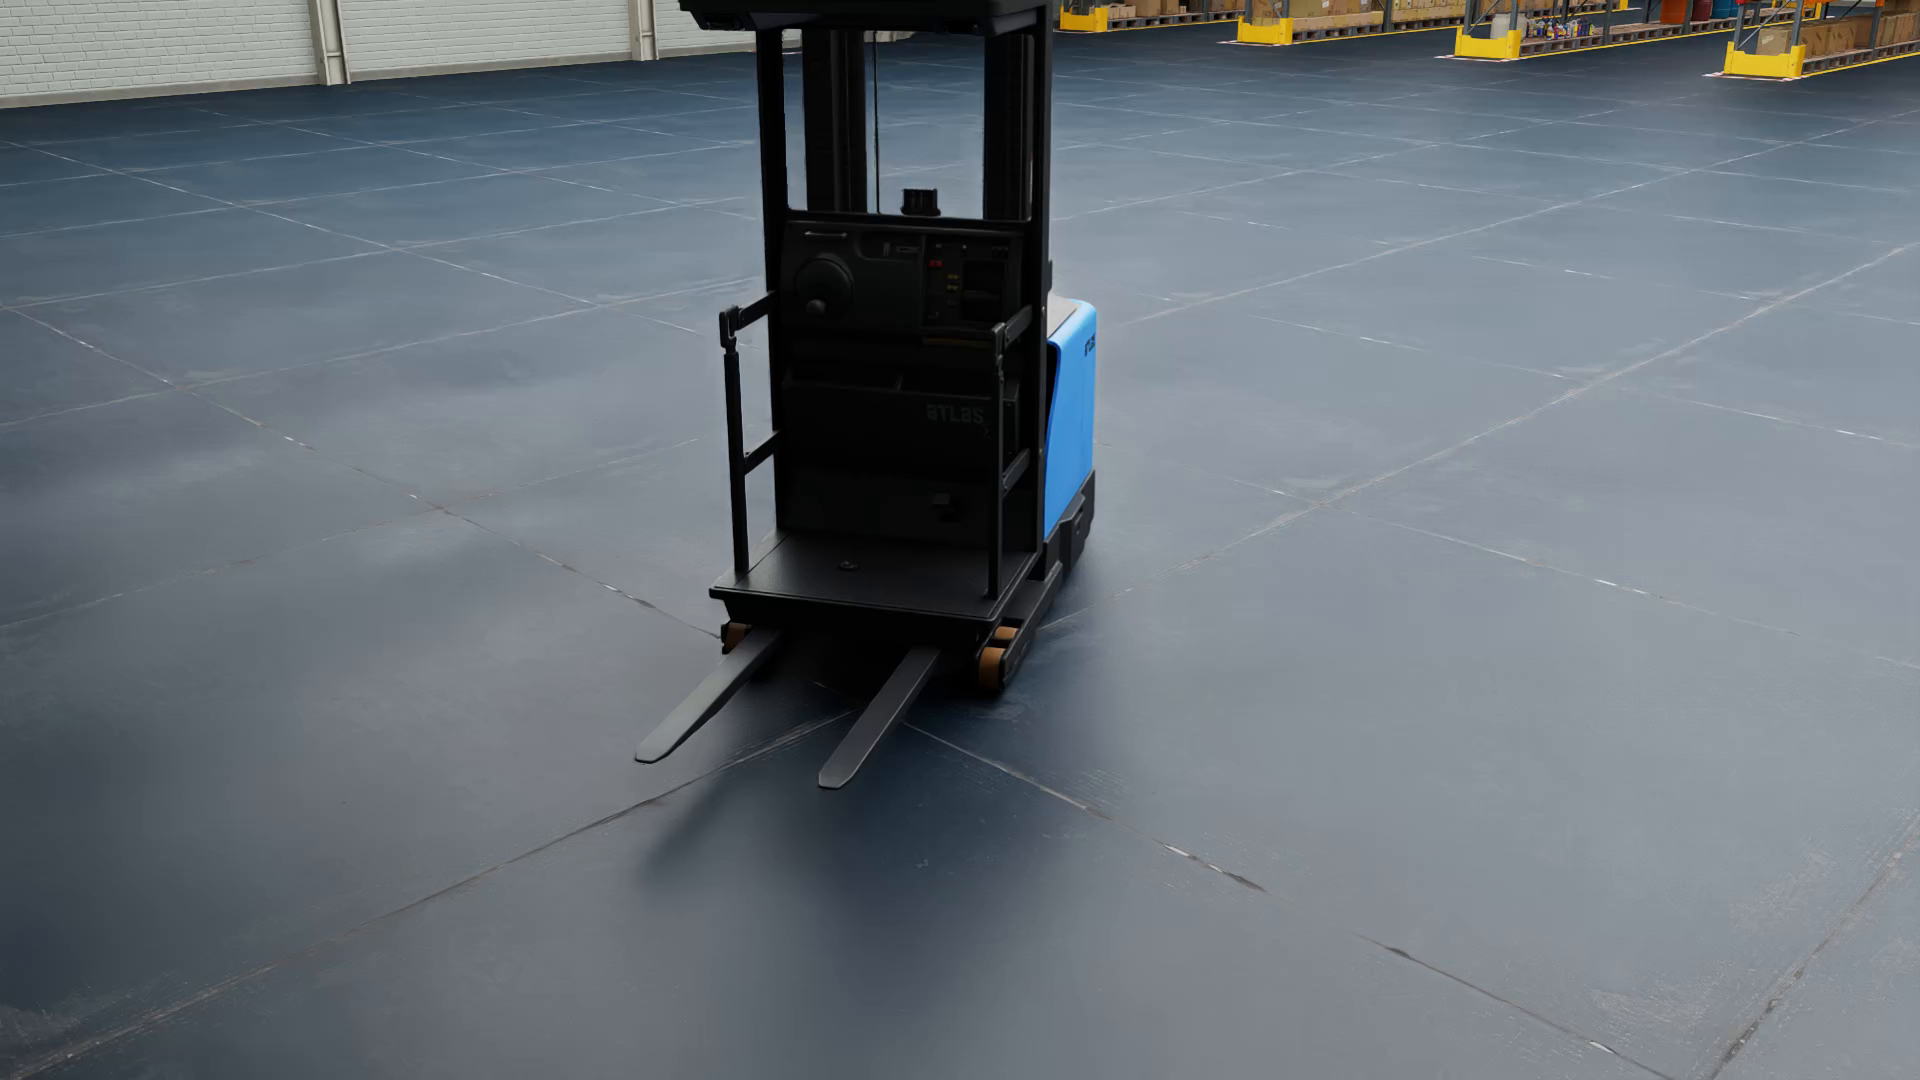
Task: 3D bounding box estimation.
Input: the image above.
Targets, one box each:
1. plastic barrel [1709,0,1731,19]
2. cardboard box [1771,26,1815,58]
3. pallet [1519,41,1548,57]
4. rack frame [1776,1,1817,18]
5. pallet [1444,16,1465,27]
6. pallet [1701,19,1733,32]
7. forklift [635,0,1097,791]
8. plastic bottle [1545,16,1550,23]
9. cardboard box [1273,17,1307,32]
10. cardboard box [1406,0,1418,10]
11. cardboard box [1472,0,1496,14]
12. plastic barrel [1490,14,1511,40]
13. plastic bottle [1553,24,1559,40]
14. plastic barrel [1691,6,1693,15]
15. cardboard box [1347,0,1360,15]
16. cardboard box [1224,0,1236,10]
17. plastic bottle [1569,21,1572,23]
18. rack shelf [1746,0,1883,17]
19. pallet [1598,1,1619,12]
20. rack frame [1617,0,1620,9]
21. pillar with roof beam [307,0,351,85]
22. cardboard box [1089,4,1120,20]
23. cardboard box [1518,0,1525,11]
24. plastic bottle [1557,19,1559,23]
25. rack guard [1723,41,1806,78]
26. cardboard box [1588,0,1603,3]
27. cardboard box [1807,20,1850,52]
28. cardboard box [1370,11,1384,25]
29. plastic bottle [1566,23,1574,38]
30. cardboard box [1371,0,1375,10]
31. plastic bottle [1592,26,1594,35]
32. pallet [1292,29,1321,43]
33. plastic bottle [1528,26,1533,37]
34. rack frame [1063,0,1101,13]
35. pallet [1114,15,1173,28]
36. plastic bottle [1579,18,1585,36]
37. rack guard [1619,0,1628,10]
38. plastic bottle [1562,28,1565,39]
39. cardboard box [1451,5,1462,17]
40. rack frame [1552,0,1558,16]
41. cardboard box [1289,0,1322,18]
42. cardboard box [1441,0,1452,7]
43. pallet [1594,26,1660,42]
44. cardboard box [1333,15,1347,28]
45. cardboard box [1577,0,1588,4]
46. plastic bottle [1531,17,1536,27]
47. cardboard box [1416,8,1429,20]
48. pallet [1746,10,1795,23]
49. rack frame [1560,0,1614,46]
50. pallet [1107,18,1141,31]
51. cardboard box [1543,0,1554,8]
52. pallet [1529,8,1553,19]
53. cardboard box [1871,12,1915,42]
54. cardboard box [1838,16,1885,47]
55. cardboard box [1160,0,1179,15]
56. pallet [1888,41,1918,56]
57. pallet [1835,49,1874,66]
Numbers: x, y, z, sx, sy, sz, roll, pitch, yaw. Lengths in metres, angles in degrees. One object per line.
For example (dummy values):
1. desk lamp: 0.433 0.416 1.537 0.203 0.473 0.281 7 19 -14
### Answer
1. plastic barrel: 17.314 -12.402 37.998 0.600 0.901 0.708 19 28 41
2. cardboard box: 14.217 -8.526 28.475 0.500 0.500 0.500 -12 24 -28
3. pallet: 10.418 -9.355 31.620 1.003 0.211 1.213 19 28 41
4. rack frame: 20.990 -14.531 41.199 1.000 3.000 0.127 19 28 41
5. pallet: 11.261 -12.212 39.052 1.003 0.211 1.213 19 28 41
6. pallet: 16.780 -11.698 37.715 1.003 0.211 1.213 19 28 41
7. forklift: -0.278 -0.966 6.001 1.130 2.935 3.031 6 22 15
8. plastic bottle: 11.758 -10.311 33.300 0.185 0.351 0.144 -19 28 -41
9. cardboard box: 6.815 -10.653 34.358 0.500 0.250 0.500 19 28 41
10. cardboard box: 9.892 -12.032 37.164 0.500 0.311 0.500 19 28 40
11. cardboard box: 12.385 -12.799 39.564 0.500 0.500 0.500 -19 28 -40
12. plastic barrel: 10.233 -9.641 31.359 0.421 0.512 0.421 0 21 0
13. plastic bottle: 11.487 -9.797 32.056 0.133 0.283 0.061 -20 28 -41
14. plastic barrel: 16.068 -11.807 36.994 0.421 0.512 0.421 0 21 0
15. cardboard box: 8.202 -11.520 35.569 0.500 0.500 0.500 19 28 41
16. cardboard box: 6.347 -13.303 40.875 0.700 0.500 0.500 19 28 40
17. plastic bottle: 12.118 -10.124 32.916 0.152 0.276 0.135 19 28 41
18. rack shelf: 14.772 -9.357 28.740 1.077 0.370 4.000 19 28 41
19. pallet: 16.835 -14.245 44.342 1.003 0.211 1.213 19 28 41
20. rack frame: 17.444 -15.771 44.427 1.000 3.000 0.127 19 28 41
21. pillar with roof beam: -6.874 -10.390 22.063 9.100 9.000 0.400 19 28 41
22. cardboard box: 3.277 -12.003 37.757 0.500 0.311 0.500 15 26 35
23. cardboard box: 13.460 -13.198 40.603 0.500 0.500 0.500 18 27 39
24. plastic bottle: 11.953 -10.295 33.351 0.061 0.283 0.133 19 28 41
25. rack guard: 13.430 -8.031 27.772 1.175 0.500 0.348 19 28 41
26. cardboard box: 16.557 -14.255 43.701 0.500 0.250 0.500 19 28 41
27. cardboard box: 15.466 -8.994 29.692 0.500 0.500 0.500 -11 23 -25
28. cardboard box: 8.905 -11.425 36.367 0.500 0.250 0.500 19 28 41
29. plastic bottle: 11.901 -9.969 32.514 0.135 0.276 0.152 -20 28 -41
30. cardboard box: 9.149 -12.037 37.176 0.500 0.311 0.500 19 28 41
31. plastic bottle: 12.589 -10.174 33.151 0.097 0.201 0.097 0 21 0
32. pallet: 6.785 -10.564 34.765 1.003 0.211 1.213 19 28 41
33. plastic bottle: 11.190 -9.966 32.610 0.097 0.201 0.097 0 21 0
34. rack frame: 2.730 -12.897 36.949 1.000 3.000 0.127 19 28 41
35. pallet: 4.226 -12.127 38.833 1.003 0.211 1.213 19 28 41
36. plastic bottle: 12.242 -10.128 32.823 0.144 0.351 0.185 18 27 38
37. rack guard: 17.391 -14.585 44.824 1.175 0.500 0.348 19 28 41
38. plastic bottle: 11.694 -9.844 32.293 0.097 0.201 0.097 0 21 0
39. cardboard box: 11.313 -12.298 38.637 0.500 0.250 0.500 19 28 40
40. rack frame: 14.653 -14.743 41.752 1.000 3.000 0.127 19 28 41
41. cardboard box: 7.163 -11.132 34.559 0.500 0.500 0.500 19 28 41
42. cardboard box: 10.962 -12.429 38.196 0.500 0.311 0.500 19 28 40
43. pallet: 13.990 -10.671 35.044 1.003 0.211 1.213 19 28 41
44. cardboard box: 7.863 -11.039 35.360 0.500 0.250 0.500 19 28 41
45. cardboard box: 15.960 -14.268 43.380 0.797 0.503 0.637 19 28 41
46. plastic bottle: 11.330 -10.154 32.889 0.144 0.351 0.185 19 28 40
47. cardboard box: 10.248 -11.906 37.617 0.500 0.250 0.500 18 28 39
48. pallet: 19.536 -12.715 40.361 1.003 0.211 1.213 19 28 41
49. rack frame: 12.619 -11.446 33.173 1.000 3.000 0.127 19 28 41
50. pallet: 3.375 -11.815 38.021 1.003 0.211 1.213 19 28 41
51. cardboard box: 14.514 -13.583 41.604 0.500 0.500 0.500 19 28 40
52. pallet: 14.113 -13.223 41.683 1.003 0.211 1.213 19 28 41
53. cardboard box: 17.736 -9.803 31.769 0.500 0.500 0.700 -17 27 -38
54. cardboard box: 16.611 -9.398 30.714 0.700 0.500 0.500 17 27 37
55. cardboard box: 4.825 -12.687 39.274 0.500 0.500 0.500 17 27 37
56. pallet: 17.561 -9.421 31.790 1.003 0.211 1.213 19 28 41
57. pallet: 15.724 -8.723 29.976 1.003 0.211 1.213 19 28 41
